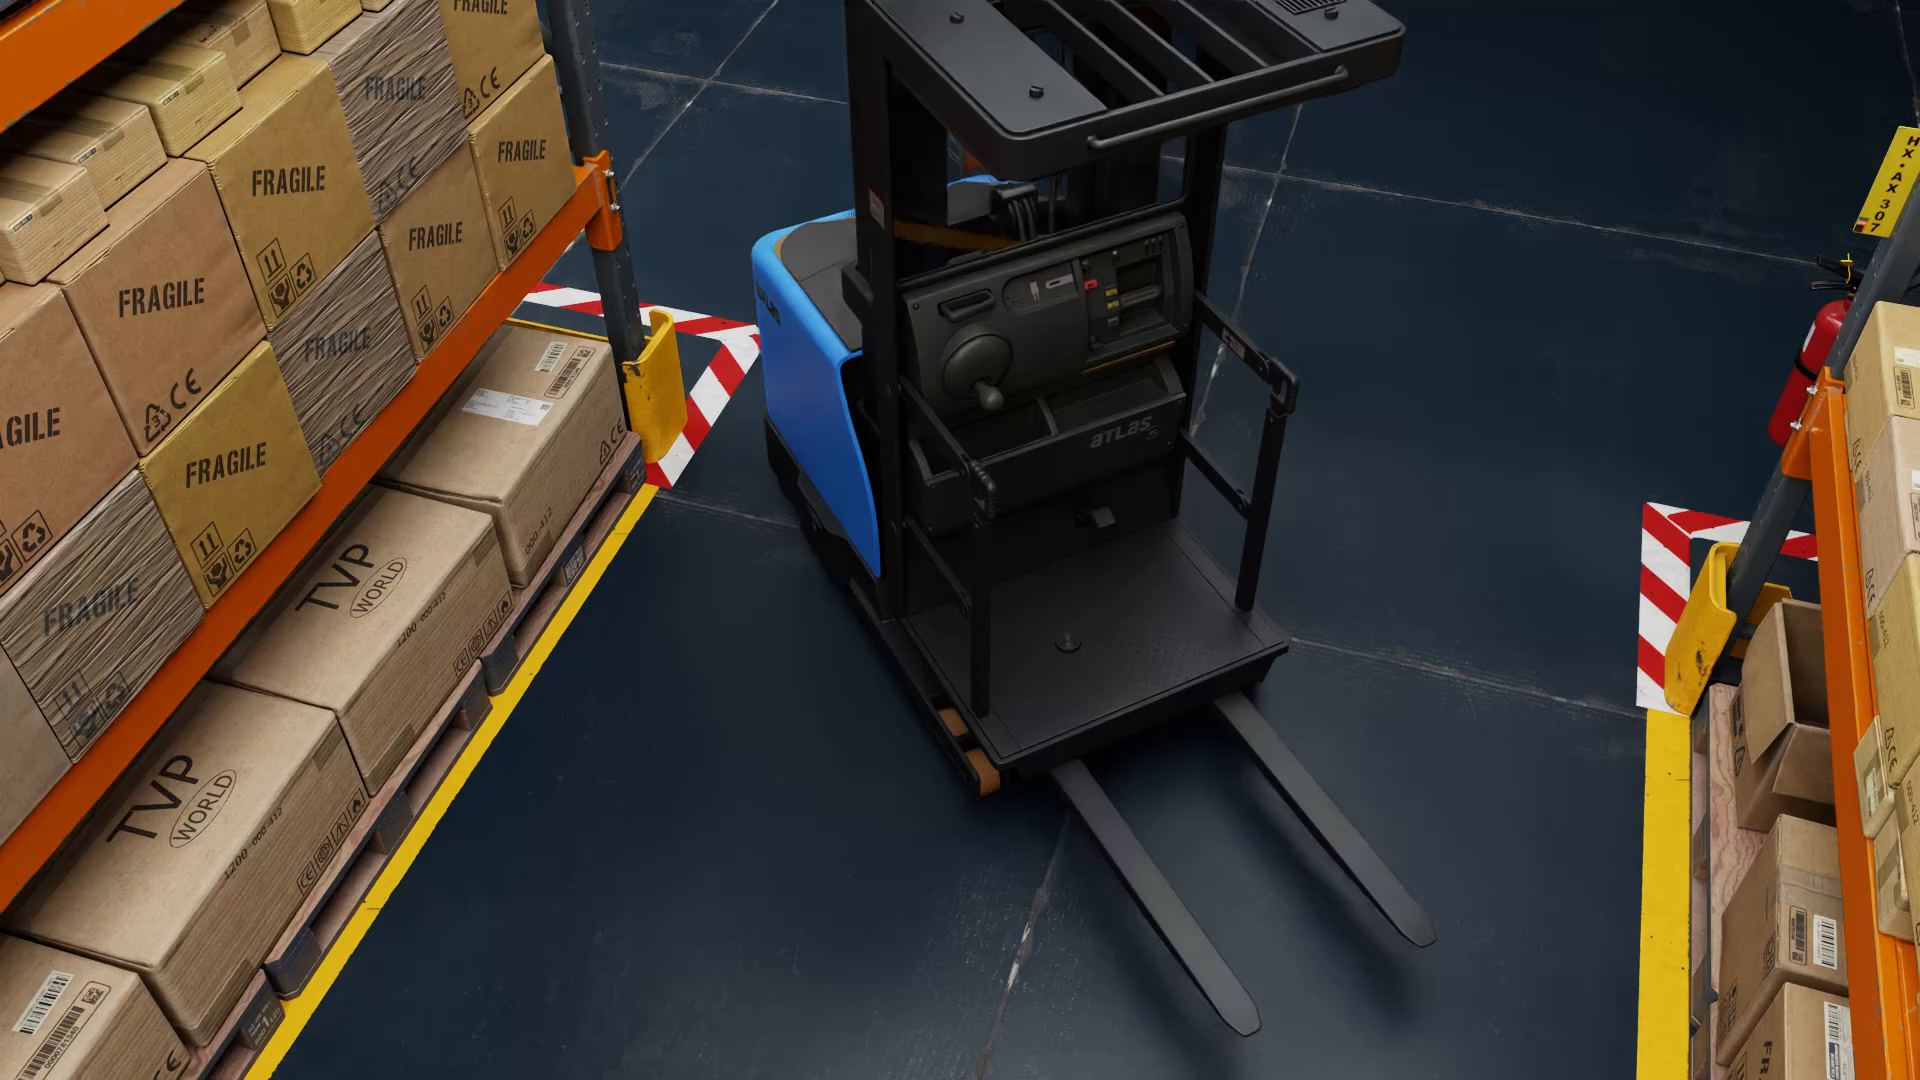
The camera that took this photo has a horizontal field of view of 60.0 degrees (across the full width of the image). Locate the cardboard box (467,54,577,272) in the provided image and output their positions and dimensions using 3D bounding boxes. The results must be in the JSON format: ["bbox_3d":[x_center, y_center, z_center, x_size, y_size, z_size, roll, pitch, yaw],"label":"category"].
[{"bbox_3d":[-1.597,-1.241,5.302,0.500,0.500,0.500,13,46,13],"label":"cardboard box"}]

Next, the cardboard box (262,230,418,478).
[{"bbox_3d":[-1.910,-0.564,4.611,0.500,0.500,0.500,14,46,14],"label":"cardboard box"}]

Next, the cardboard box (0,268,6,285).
[{"bbox_3d":[-2.232,-0.559,3.426,0.380,0.149,0.250,12,46,12],"label":"cardboard box"}]

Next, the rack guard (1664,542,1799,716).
[{"bbox_3d":[3.006,0.410,5.473,1.175,0.500,0.348,13,46,13],"label":"rack guard"}]

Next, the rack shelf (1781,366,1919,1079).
[{"bbox_3d":[2.423,1.056,3.540,1.077,0.370,4.000,13,46,13],"label":"rack shelf"}]

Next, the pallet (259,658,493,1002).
[{"bbox_3d":[-2.242,0.774,5.308,1.003,0.211,1.213,13,46,12],"label":"pallet"}]

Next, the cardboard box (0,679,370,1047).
[{"bbox_3d":[-2.351,0.857,4.762,0.875,0.438,0.875,11,45,11],"label":"cardboard box"}]

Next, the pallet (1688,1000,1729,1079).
[{"bbox_3d":[2.394,1.856,4.203,1.003,0.211,1.213,13,46,13],"label":"pallet"}]

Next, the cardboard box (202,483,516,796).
[{"bbox_3d":[-2.077,0.256,5.375,0.875,0.438,0.875,14,46,14],"label":"cardboard box"}]

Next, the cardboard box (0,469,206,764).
[{"bbox_3d":[-2.210,0.126,3.905,0.500,0.500,0.500,13,46,13],"label":"cardboard box"}]

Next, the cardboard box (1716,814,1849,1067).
[{"bbox_3d":[2.457,1.159,4.408,0.700,0.500,0.500,14,46,14],"label":"cardboard box"}]

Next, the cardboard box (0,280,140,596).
[{"bbox_3d":[-2.215,-0.250,3.574,0.500,0.500,0.500,13,46,13],"label":"cardboard box"}]

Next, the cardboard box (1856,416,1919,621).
[{"bbox_3d":[2.482,-0.005,4.005,0.500,0.250,0.500,13,46,13],"label":"cardboard box"}]

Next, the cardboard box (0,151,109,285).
[{"bbox_3d":[-2.092,-0.708,3.579,0.380,0.149,0.250,13,46,13],"label":"cardboard box"}]

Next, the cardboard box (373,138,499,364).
[{"bbox_3d":[-1.763,-0.909,4.963,0.500,0.500,0.500,12,46,12],"label":"cardboard box"}]

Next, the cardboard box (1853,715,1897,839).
[{"bbox_3d":[2.230,0.565,3.707,0.380,0.149,0.250,11,46,11],"label":"cardboard box"}]

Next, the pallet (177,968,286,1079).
[{"bbox_3d":[-2.610,1.590,4.474,1.003,0.211,1.213,13,46,13],"label":"pallet"}]

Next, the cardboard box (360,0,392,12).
[{"bbox_3d":[-1.673,-1.562,4.451,0.380,0.149,0.250,12,46,12],"label":"cardboard box"}]

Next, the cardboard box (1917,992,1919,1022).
[{"bbox_3d":[2.040,1.022,2.956,0.500,0.250,0.500,12,46,12],"label":"cardboard box"}]

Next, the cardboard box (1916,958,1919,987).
[{"bbox_3d":[2.157,0.931,3.333,0.380,0.149,0.250,12,46,12],"label":"cardboard box"}]

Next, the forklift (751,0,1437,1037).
[{"bbox_3d":[0.378,-0.577,4.744,1.130,2.935,3.031,-20,48,-19],"label":"forklift"}]

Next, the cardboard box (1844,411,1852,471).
[{"bbox_3d":[2.668,-0.283,4.574,0.380,0.149,0.250,12,46,12],"label":"cardboard box"}]

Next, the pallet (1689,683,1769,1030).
[{"bbox_3d":[2.765,1.045,5.031,1.003,0.211,1.213,13,46,13],"label":"pallet"}]

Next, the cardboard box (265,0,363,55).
[{"bbox_3d":[-1.788,-1.403,4.288,0.380,0.149,0.250,14,46,13],"label":"cardboard box"}]

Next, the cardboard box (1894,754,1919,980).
[{"bbox_3d":[2.197,0.679,3.306,0.500,0.250,0.500,11,46,11],"label":"cardboard box"}]

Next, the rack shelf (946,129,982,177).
[{"bbox_3d":[0.134,-1.572,6.374,0.480,0.518,0.431,-21,48,-20],"label":"rack shelf"}]

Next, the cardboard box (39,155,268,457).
[{"bbox_3d":[-2.059,-0.586,3.917,0.500,0.500,0.500,12,46,12],"label":"cardboard box"}]

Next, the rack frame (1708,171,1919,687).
[{"bbox_3d":[3.029,-0.534,4.651,1.000,3.000,0.127,13,46,13],"label":"rack frame"}]

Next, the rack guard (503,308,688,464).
[{"bbox_3d":[-1.696,-0.705,6.613,1.175,0.500,0.348,13,46,13],"label":"rack guard"}]

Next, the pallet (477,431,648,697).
[{"bbox_3d":[-1.871,-0.036,6.136,1.003,0.211,1.213,13,46,13],"label":"pallet"}]

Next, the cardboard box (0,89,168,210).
[{"bbox_3d":[-2.052,-0.893,3.768,0.380,0.149,0.250,14,46,14],"label":"cardboard box"}]

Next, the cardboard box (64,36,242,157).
[{"bbox_3d":[-1.955,-1.064,3.942,0.380,0.149,0.250,14,46,13],"label":"cardboard box"}]

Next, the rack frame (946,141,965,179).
[{"bbox_3d":[-0.081,-1.501,6.282,0.015,2.100,0.400,-21,48,-20],"label":"rack frame"}]

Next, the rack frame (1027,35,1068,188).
[{"bbox_3d":[0.349,-1.662,6.447,0.015,2.100,0.400,-21,48,-20],"label":"rack frame"}]

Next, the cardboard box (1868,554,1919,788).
[{"bbox_3d":[2.332,0.334,3.659,0.500,0.250,0.500,12,46,12],"label":"cardboard box"}]

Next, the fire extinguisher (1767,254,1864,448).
[{"bbox_3d":[2.633,-0.569,5.008,0.296,0.674,0.183,13,46,13],"label":"fire extinguisher"}]

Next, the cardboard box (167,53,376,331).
[{"bbox_3d":[-1.905,-0.920,4.259,0.500,0.500,0.500,12,46,12],"label":"cardboard box"}]

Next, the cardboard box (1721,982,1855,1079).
[{"bbox_3d":[2.202,1.490,4.070,0.500,0.500,0.500,13,46,13],"label":"cardboard box"}]

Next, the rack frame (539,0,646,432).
[{"bbox_3d":[-1.703,-1.583,5.723,1.000,3.000,0.127,13,46,13],"label":"rack frame"}]

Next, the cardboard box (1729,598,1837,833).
[{"bbox_3d":[2.753,0.596,4.981,0.797,0.503,0.637,11,45,11],"label":"cardboard box"}]

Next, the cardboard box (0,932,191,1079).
[{"bbox_3d":[-2.622,1.453,4.152,0.875,0.438,0.875,12,46,12],"label":"cardboard box"}]

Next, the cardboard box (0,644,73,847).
[{"bbox_3d":[-2.366,0.456,3.568,0.500,0.500,0.500,13,46,13],"label":"cardboard box"}]

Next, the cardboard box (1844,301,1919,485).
[{"bbox_3d":[2.635,-0.341,4.348,0.500,0.250,0.500,13,46,13],"label":"cardboard box"}]

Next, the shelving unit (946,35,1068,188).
[{"bbox_3d":[0.134,-1.582,6.365,0.503,2.100,0.431,-21,48,-20],"label":"shelving unit"}]

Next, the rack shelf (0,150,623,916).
[{"bbox_3d":[-2.309,0.008,4.612,1.077,0.370,4.000,13,46,13],"label":"rack shelf"}]

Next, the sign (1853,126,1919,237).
[{"bbox_3d":[2.512,-0.958,4.465,0.100,0.325,0.005,13,46,13],"label":"sign"}]

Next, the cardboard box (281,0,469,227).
[{"bbox_3d":[-1.752,-1.249,4.596,0.500,0.500,0.500,13,46,13],"label":"cardboard box"}]

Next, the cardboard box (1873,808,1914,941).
[{"bbox_3d":[2.170,0.745,3.524,0.380,0.149,0.250,14,46,13],"label":"cardboard box"}]

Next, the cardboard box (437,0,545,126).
[{"bbox_3d":[-1.622,-1.604,4.958,0.500,0.500,0.500,14,46,14],"label":"cardboard box"}]

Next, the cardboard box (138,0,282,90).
[{"bbox_3d":[-1.935,-1.243,4.126,0.380,0.149,0.250,12,46,12],"label":"cardboard box"}]

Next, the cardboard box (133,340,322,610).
[{"bbox_3d":[-2.054,-0.218,4.256,0.500,0.500,0.500,14,46,14],"label":"cardboard box"}]

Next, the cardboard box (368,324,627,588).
[{"bbox_3d":[-1.808,-0.356,6.001,0.875,0.438,0.875,11,45,11],"label":"cardboard box"}]
